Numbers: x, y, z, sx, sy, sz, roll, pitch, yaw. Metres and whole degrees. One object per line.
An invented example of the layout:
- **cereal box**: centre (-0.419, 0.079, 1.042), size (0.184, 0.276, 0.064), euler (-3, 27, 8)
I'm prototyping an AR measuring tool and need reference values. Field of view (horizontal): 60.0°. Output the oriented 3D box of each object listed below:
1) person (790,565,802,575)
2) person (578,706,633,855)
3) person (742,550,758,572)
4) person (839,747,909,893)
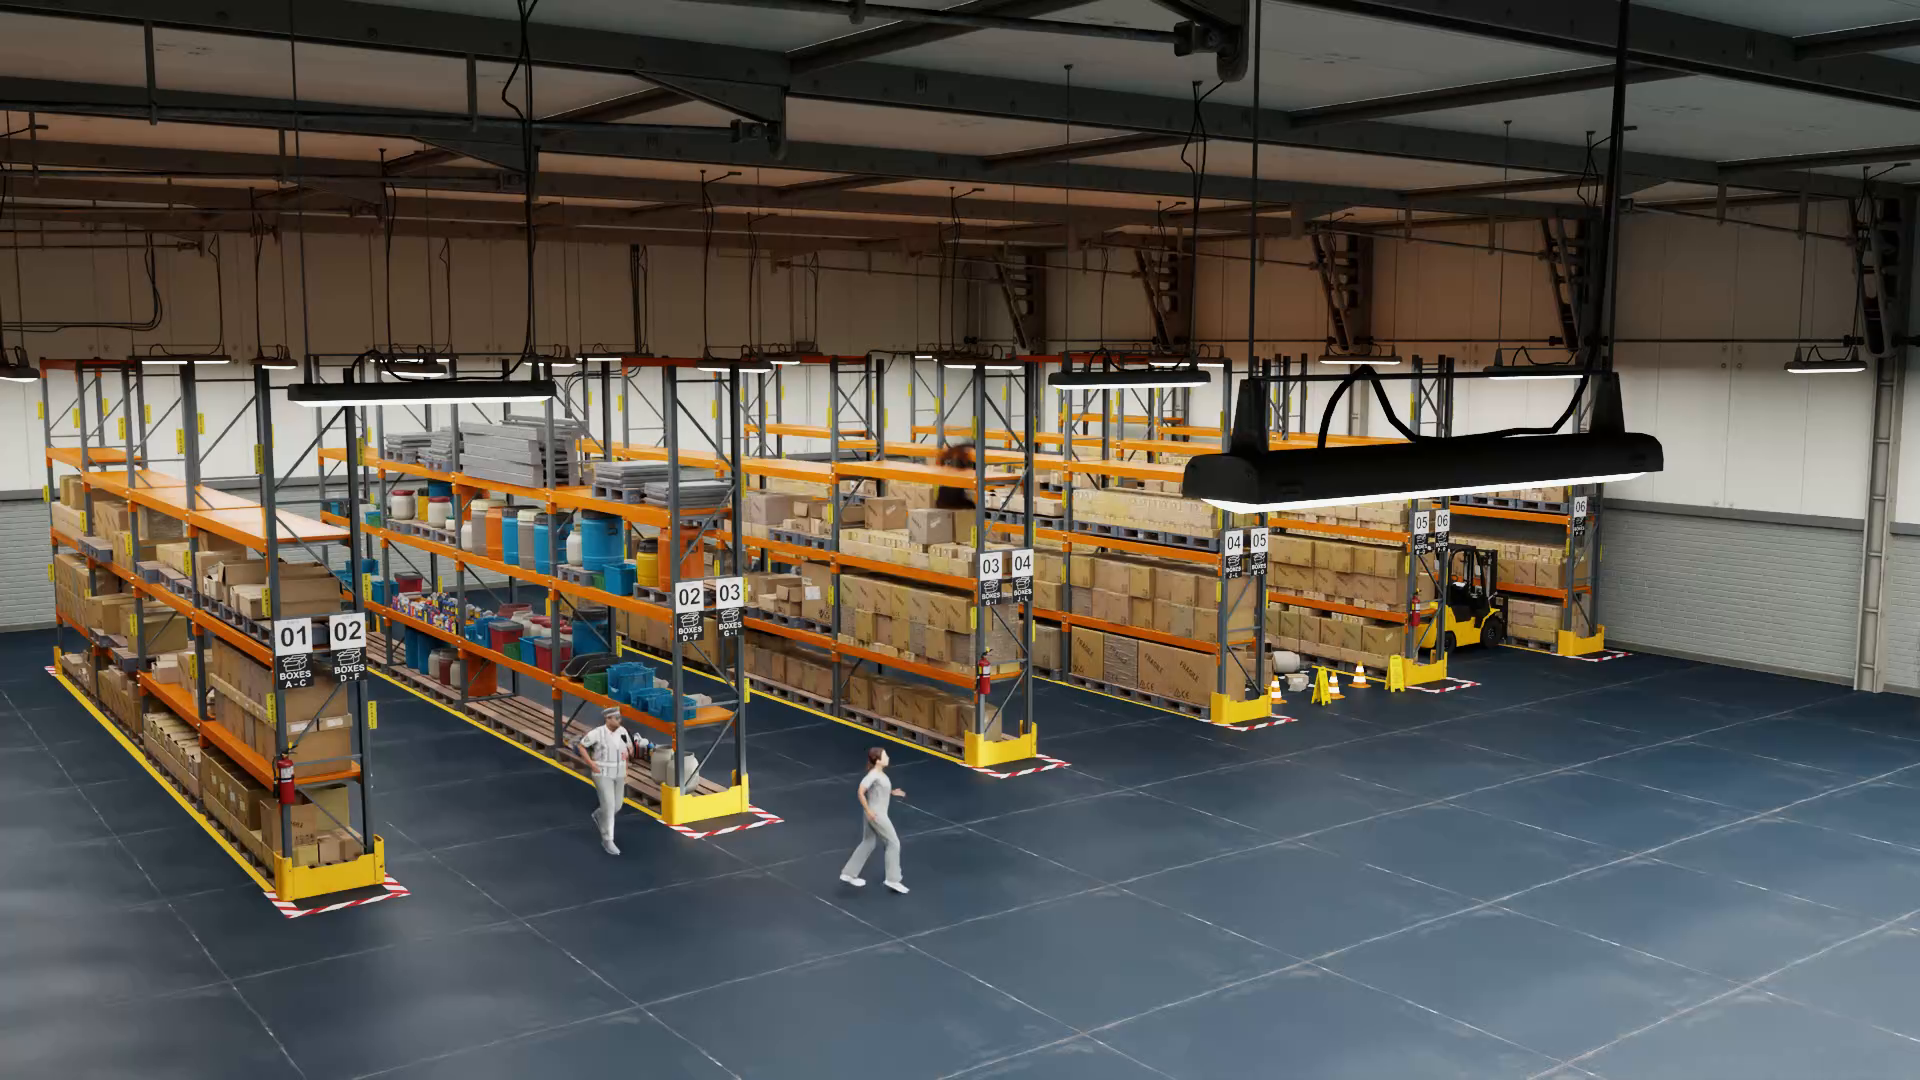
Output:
- **person**: centre (-4.135, 0.396, 42.632), size (0.903, 1.682, 0.640), euler (-6, 9, -41)
- **person**: centre (-4.391, 2.965, 20.973), size (0.946, 1.771, 0.680), euler (6, 9, 42)
- **person**: centre (-5.318, 0.437, 41.994), size (0.556, 1.713, 0.762), euler (0, 7, 4)
- **person**: centre (-0.994, 3.219, 19.133), size (0.796, 1.713, 0.554), euler (-1, 7, -10)
